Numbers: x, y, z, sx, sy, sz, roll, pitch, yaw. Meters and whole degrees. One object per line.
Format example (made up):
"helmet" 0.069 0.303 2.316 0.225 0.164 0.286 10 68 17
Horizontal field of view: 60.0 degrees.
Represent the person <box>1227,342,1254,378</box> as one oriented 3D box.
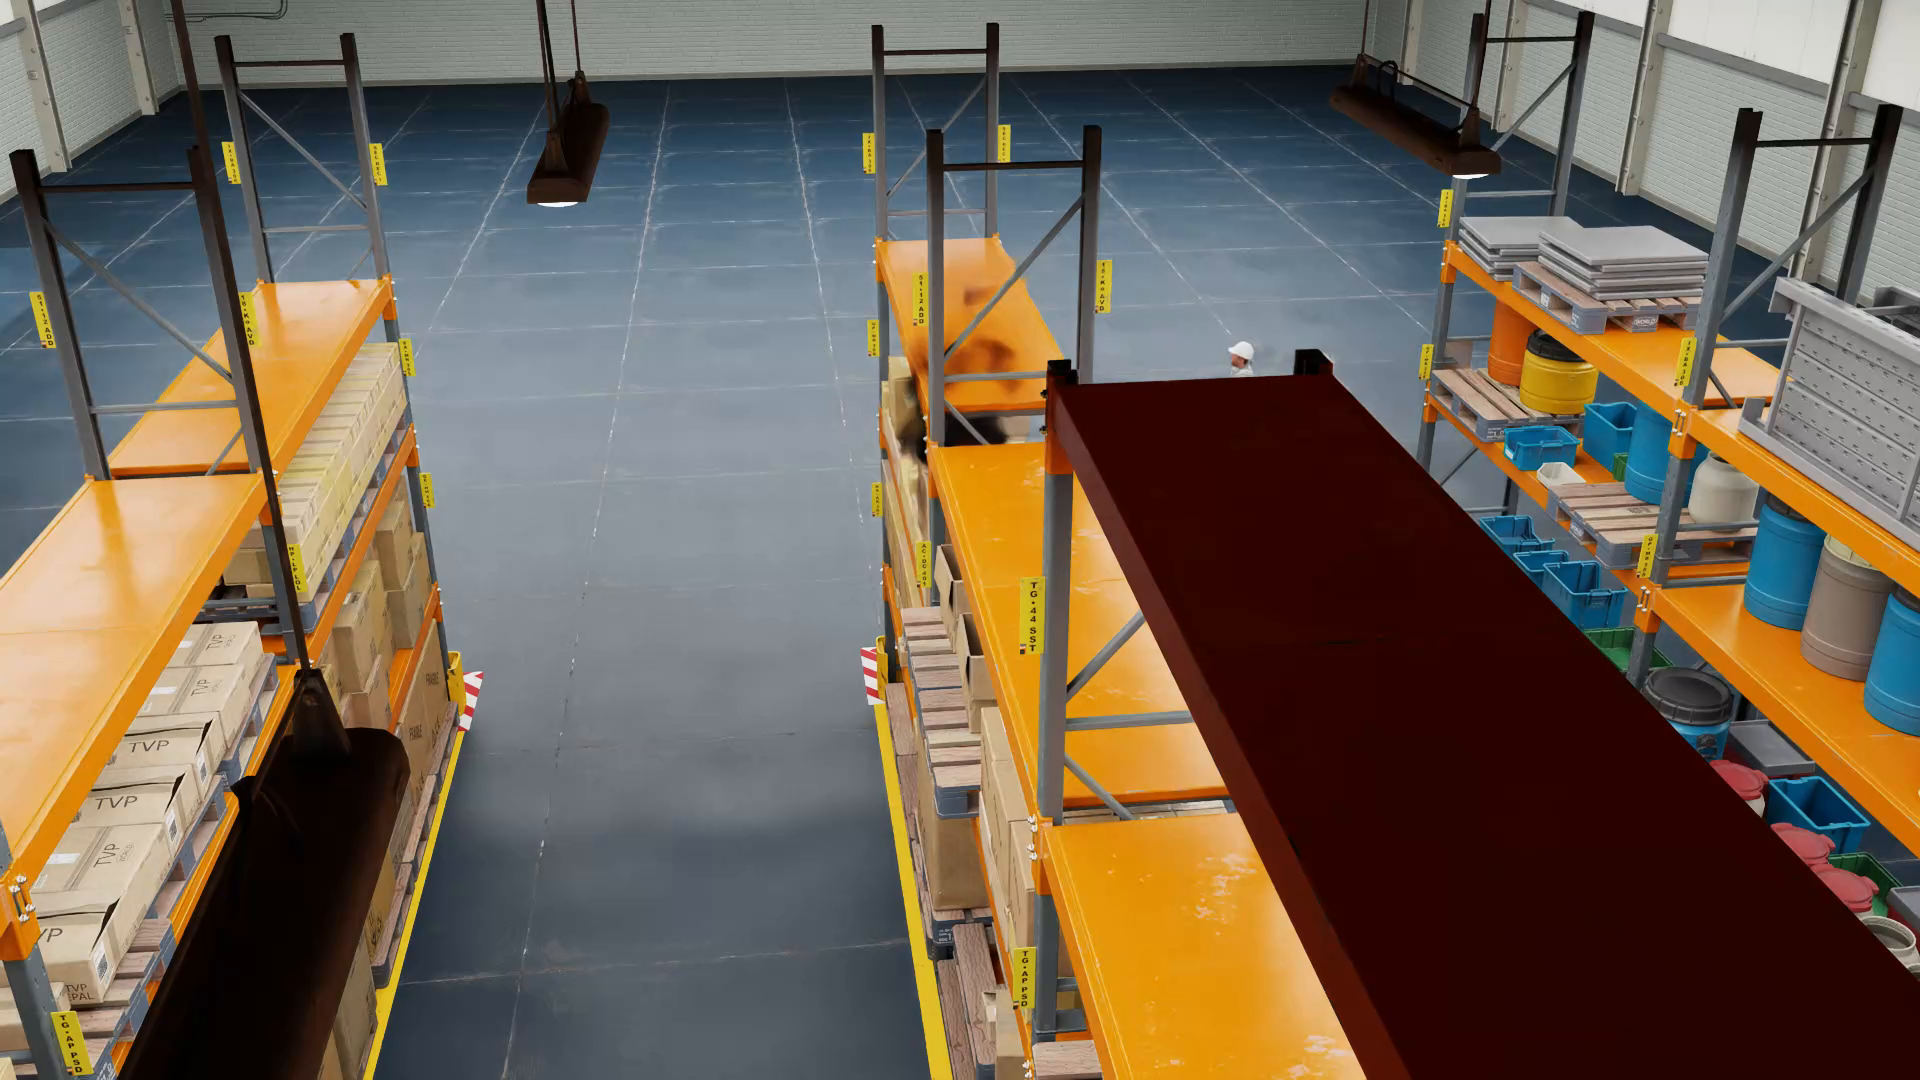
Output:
"person" 3.268 -1.444 19.447 0.876 1.812 0.651 8 27 16
